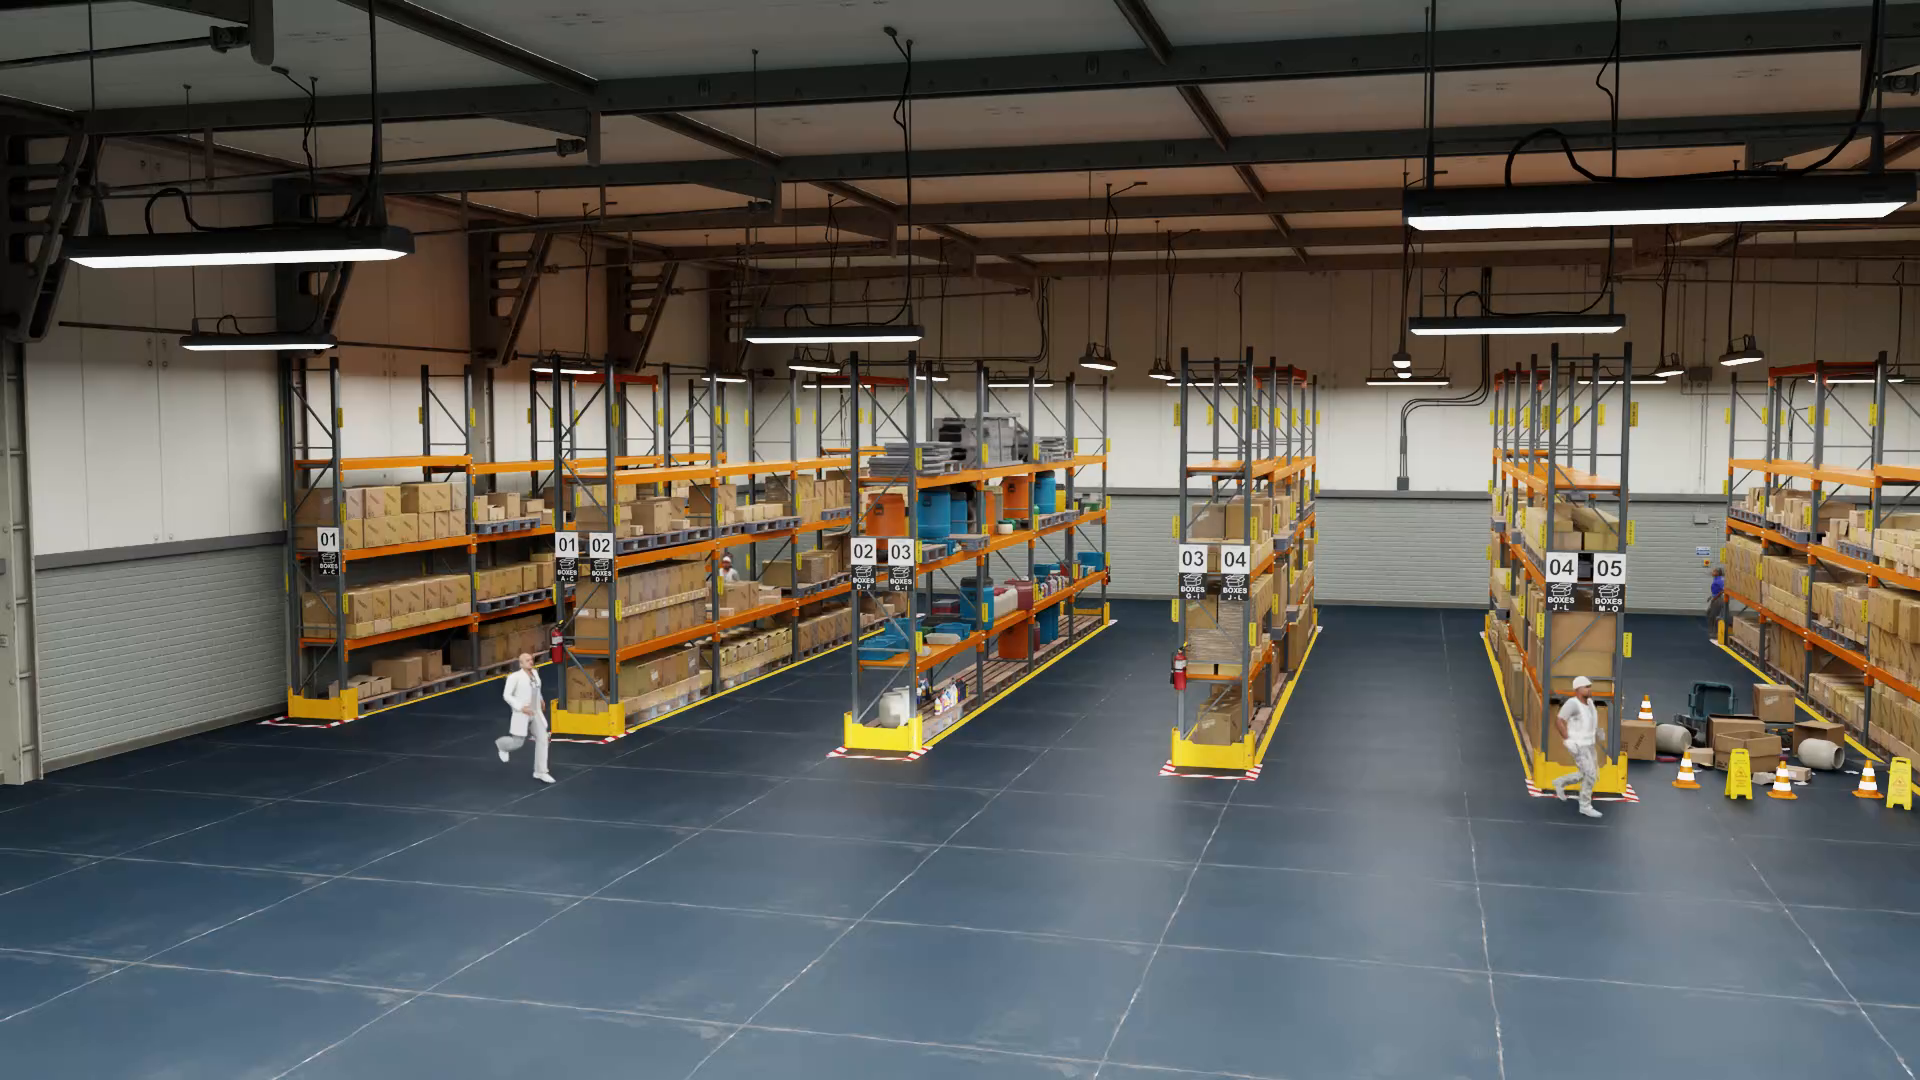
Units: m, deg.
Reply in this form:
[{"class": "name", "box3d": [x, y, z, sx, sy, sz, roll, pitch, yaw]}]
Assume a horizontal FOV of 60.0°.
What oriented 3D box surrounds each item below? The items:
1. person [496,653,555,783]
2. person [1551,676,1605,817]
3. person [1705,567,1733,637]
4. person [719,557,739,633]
[{"class": "person", "box3d": [-6.052, 2.455, 23.115, 1.120, 1.772, 0.689, 4, 6, 41]}, {"class": "person", "box3d": [7.827, 2.597, 21.061, 0.693, 1.768, 0.719, 4, 6, 44]}, {"class": "person", "box3d": [17.369, 1.436, 37.974, 0.606, 1.631, 0.611, 2, 5, 23]}, {"class": "person", "box3d": [-5.428, 1.289, 38.543, 0.631, 1.806, 0.724, 0, 4, 1]}]
